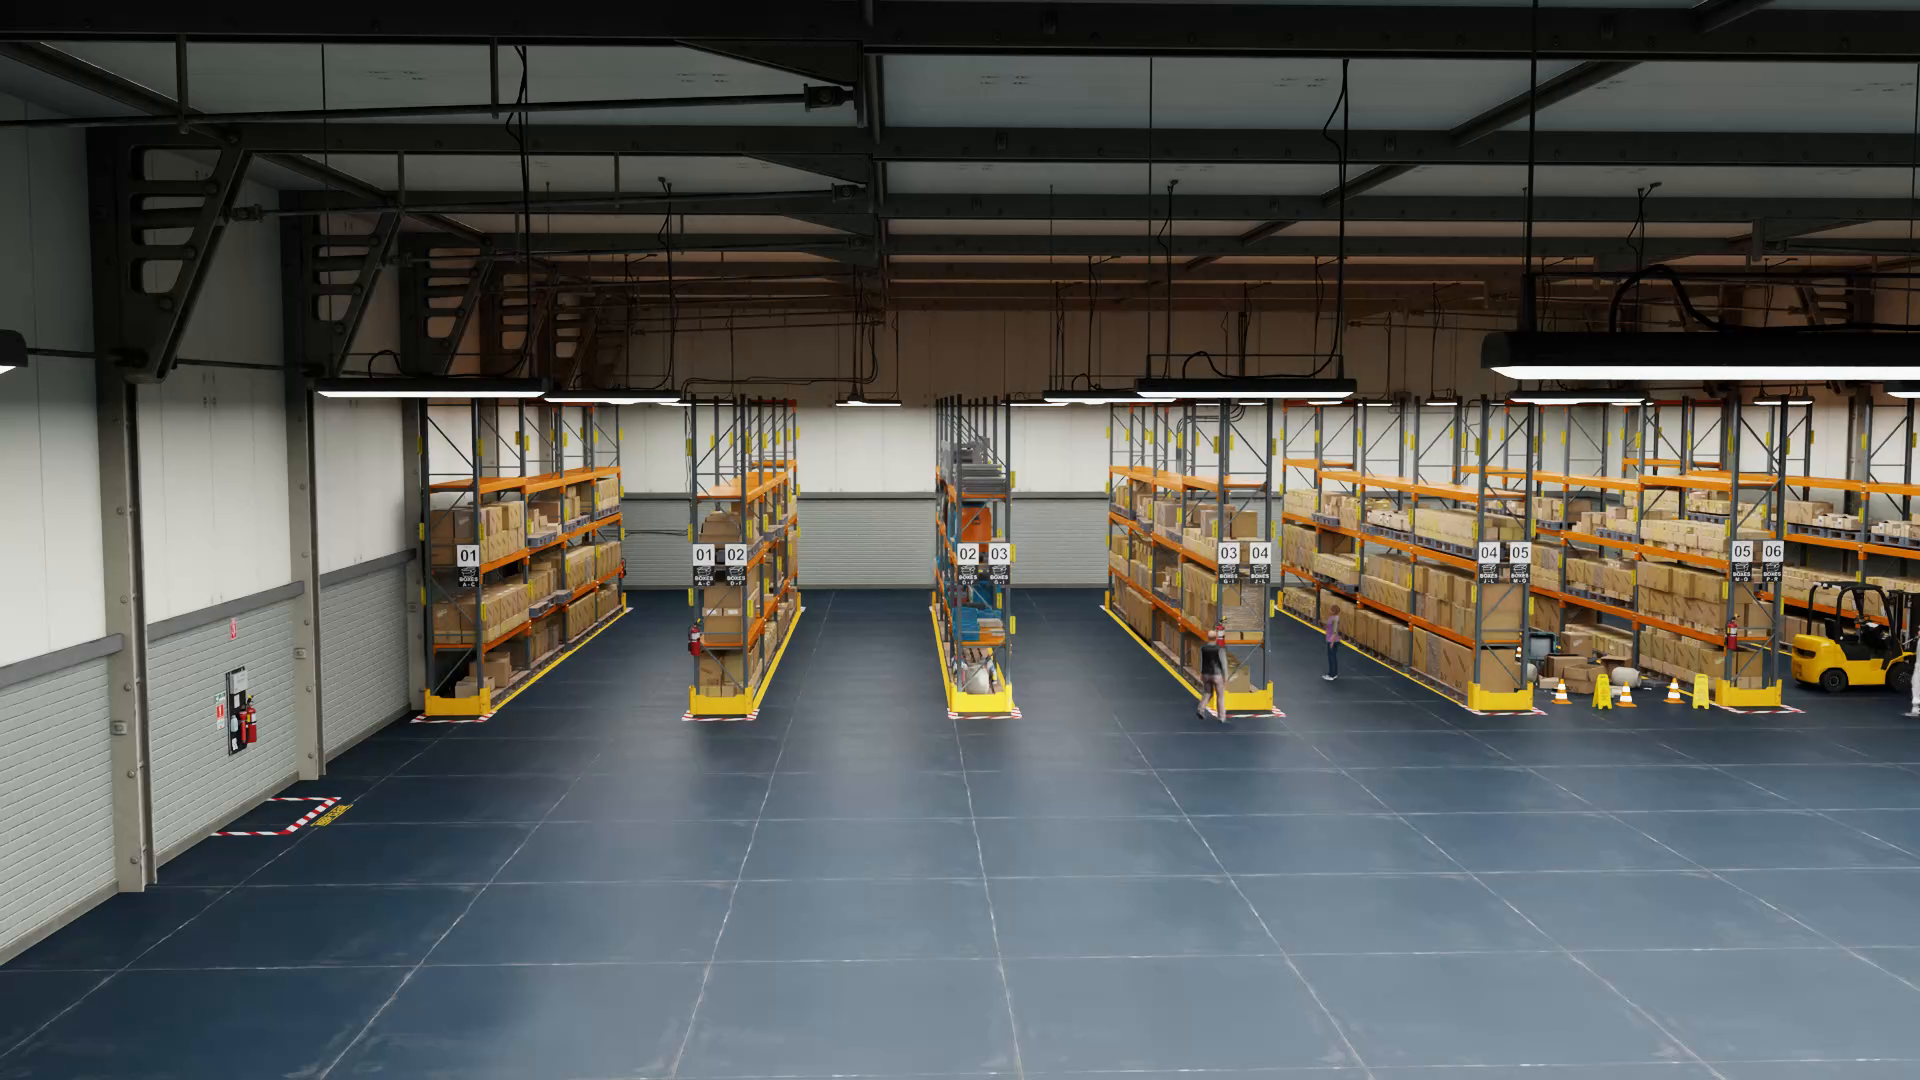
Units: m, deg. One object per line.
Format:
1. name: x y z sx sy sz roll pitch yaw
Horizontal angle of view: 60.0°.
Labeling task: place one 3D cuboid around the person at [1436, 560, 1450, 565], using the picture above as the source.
1. person: 14.952 0.827 51.376 0.529 1.774 0.523 -2 5 -22

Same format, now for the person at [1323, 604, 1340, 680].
1. person: 7.858 2.158 35.192 0.376 1.605 0.412 2 5 20

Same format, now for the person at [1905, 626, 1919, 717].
1. person: 17.956 2.403 30.835 0.855 1.778 0.527 -2 5 -20

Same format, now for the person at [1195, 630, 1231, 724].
1. person: 4.649 2.493 30.347 0.595 1.726 0.571 4 6 41

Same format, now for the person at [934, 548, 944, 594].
1. person: -0.515 1.073 48.632 0.481 1.686 0.404 -4 6 -42
